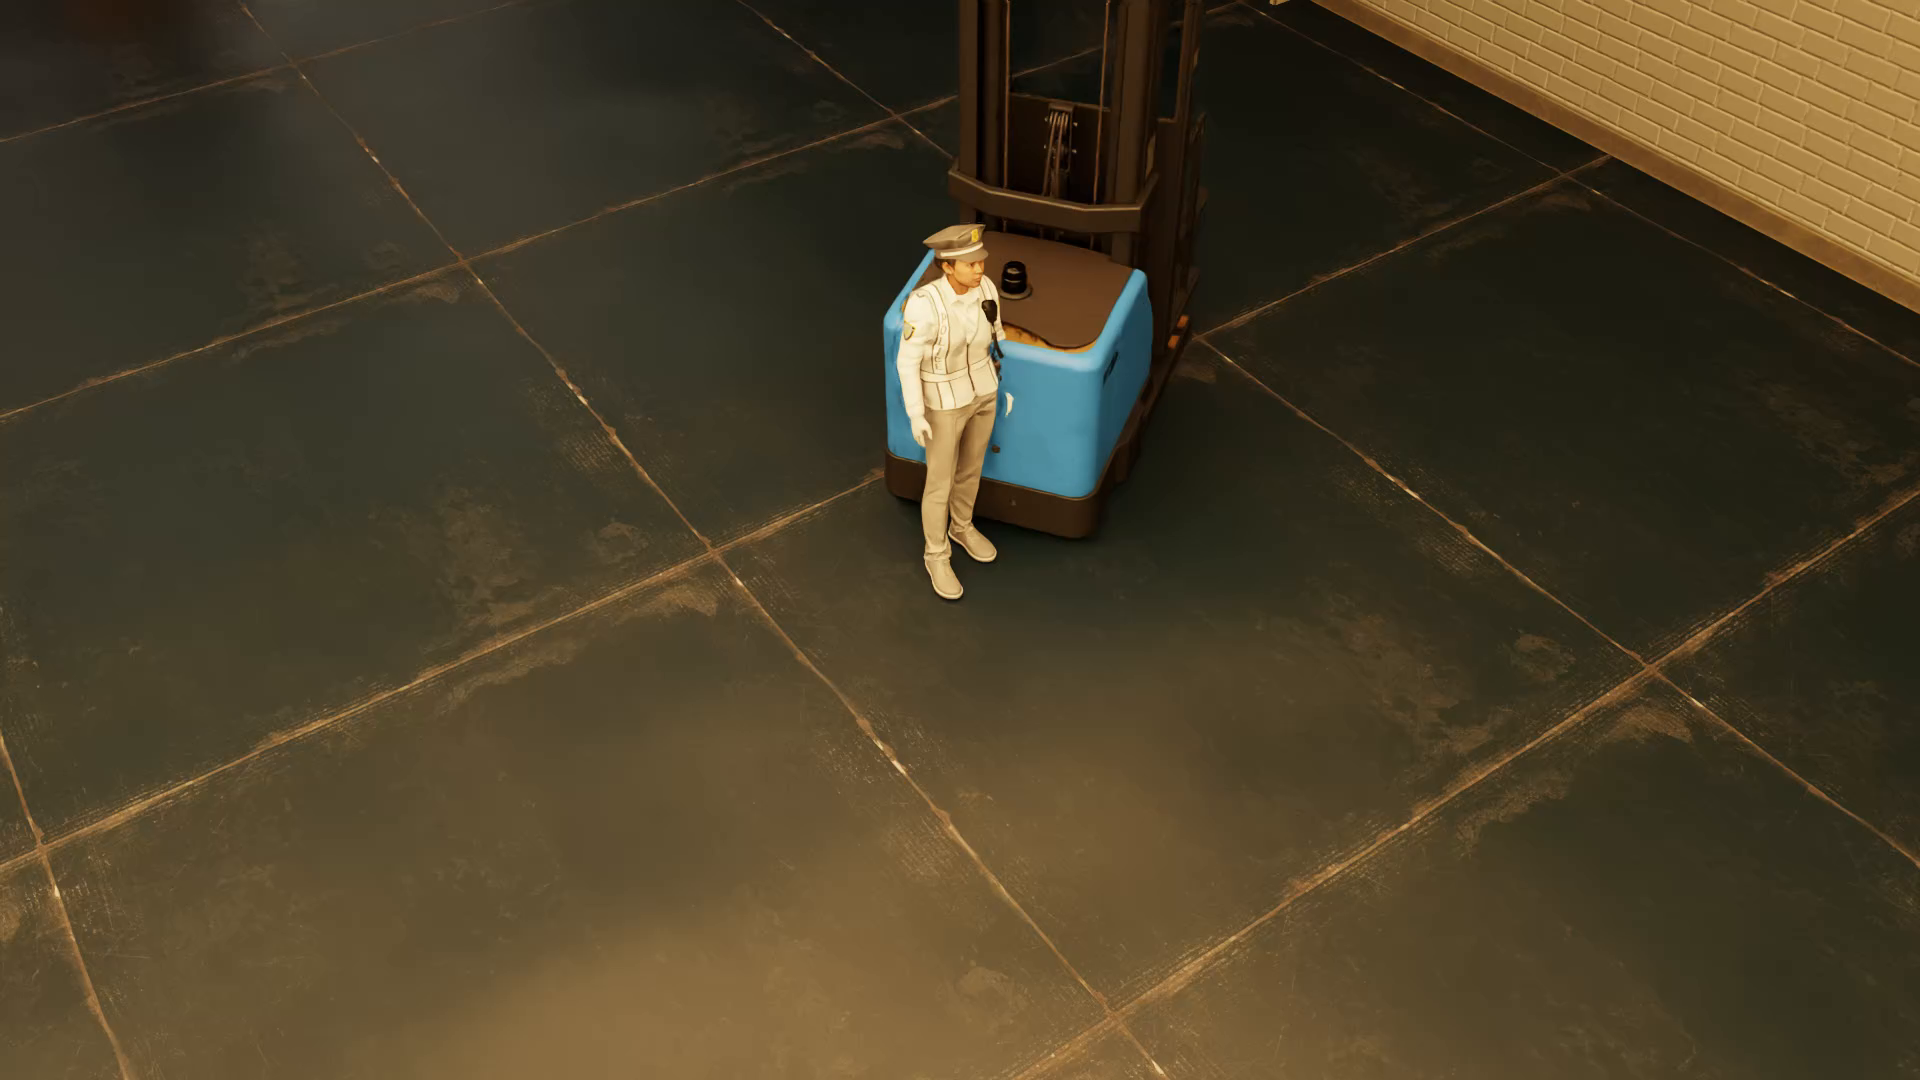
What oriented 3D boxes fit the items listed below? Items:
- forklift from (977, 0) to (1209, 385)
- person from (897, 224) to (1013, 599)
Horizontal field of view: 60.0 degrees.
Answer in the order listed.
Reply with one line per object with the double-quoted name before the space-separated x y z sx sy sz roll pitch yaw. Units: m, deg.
"forklift" 0.631 -2.097 7.991 1.121 2.935 3.031 14 44 15
"person" 0.034 -0.587 7.254 0.586 1.694 0.530 -25 48 -25
